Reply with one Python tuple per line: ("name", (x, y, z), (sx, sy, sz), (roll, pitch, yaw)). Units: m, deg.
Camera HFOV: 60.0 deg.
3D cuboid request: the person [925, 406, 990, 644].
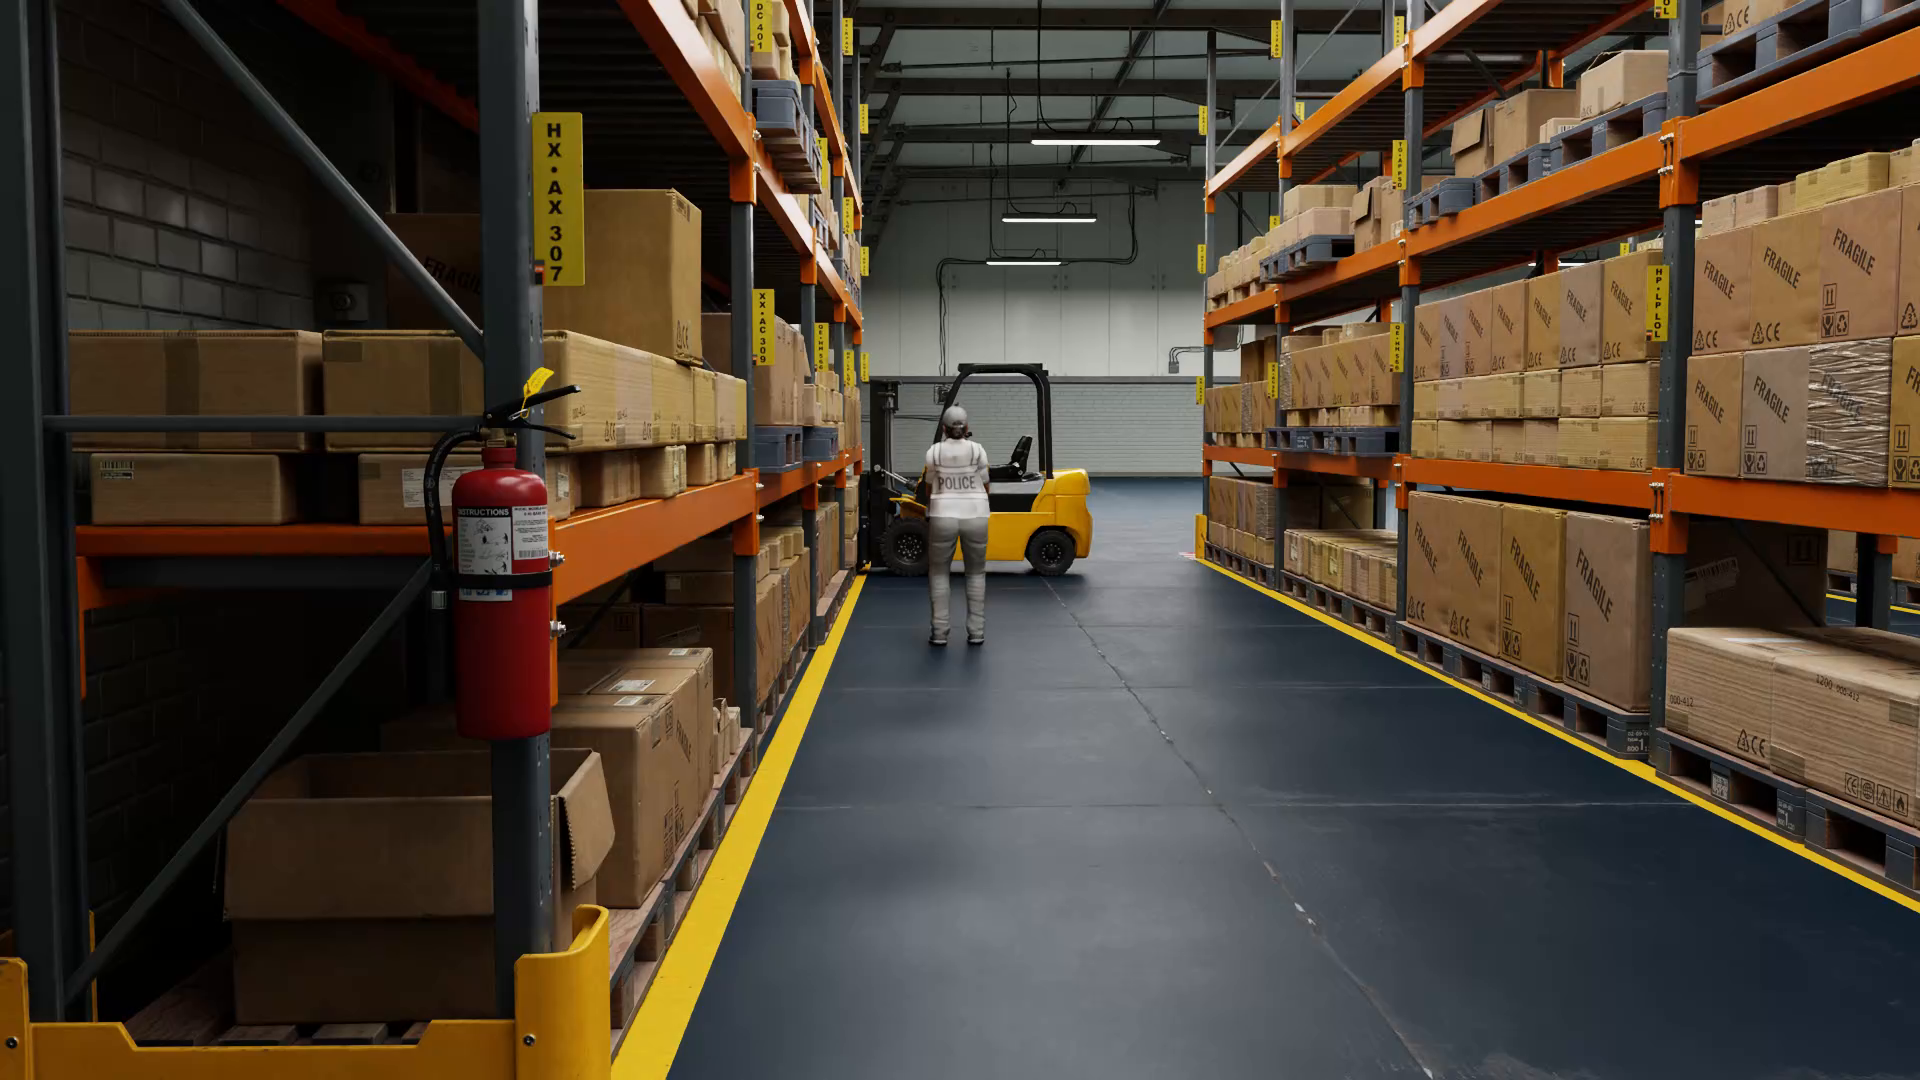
("person", (-0.024, -0.105, 11.601), (0.453, 1.653, 0.541), (0, 4, -3))
